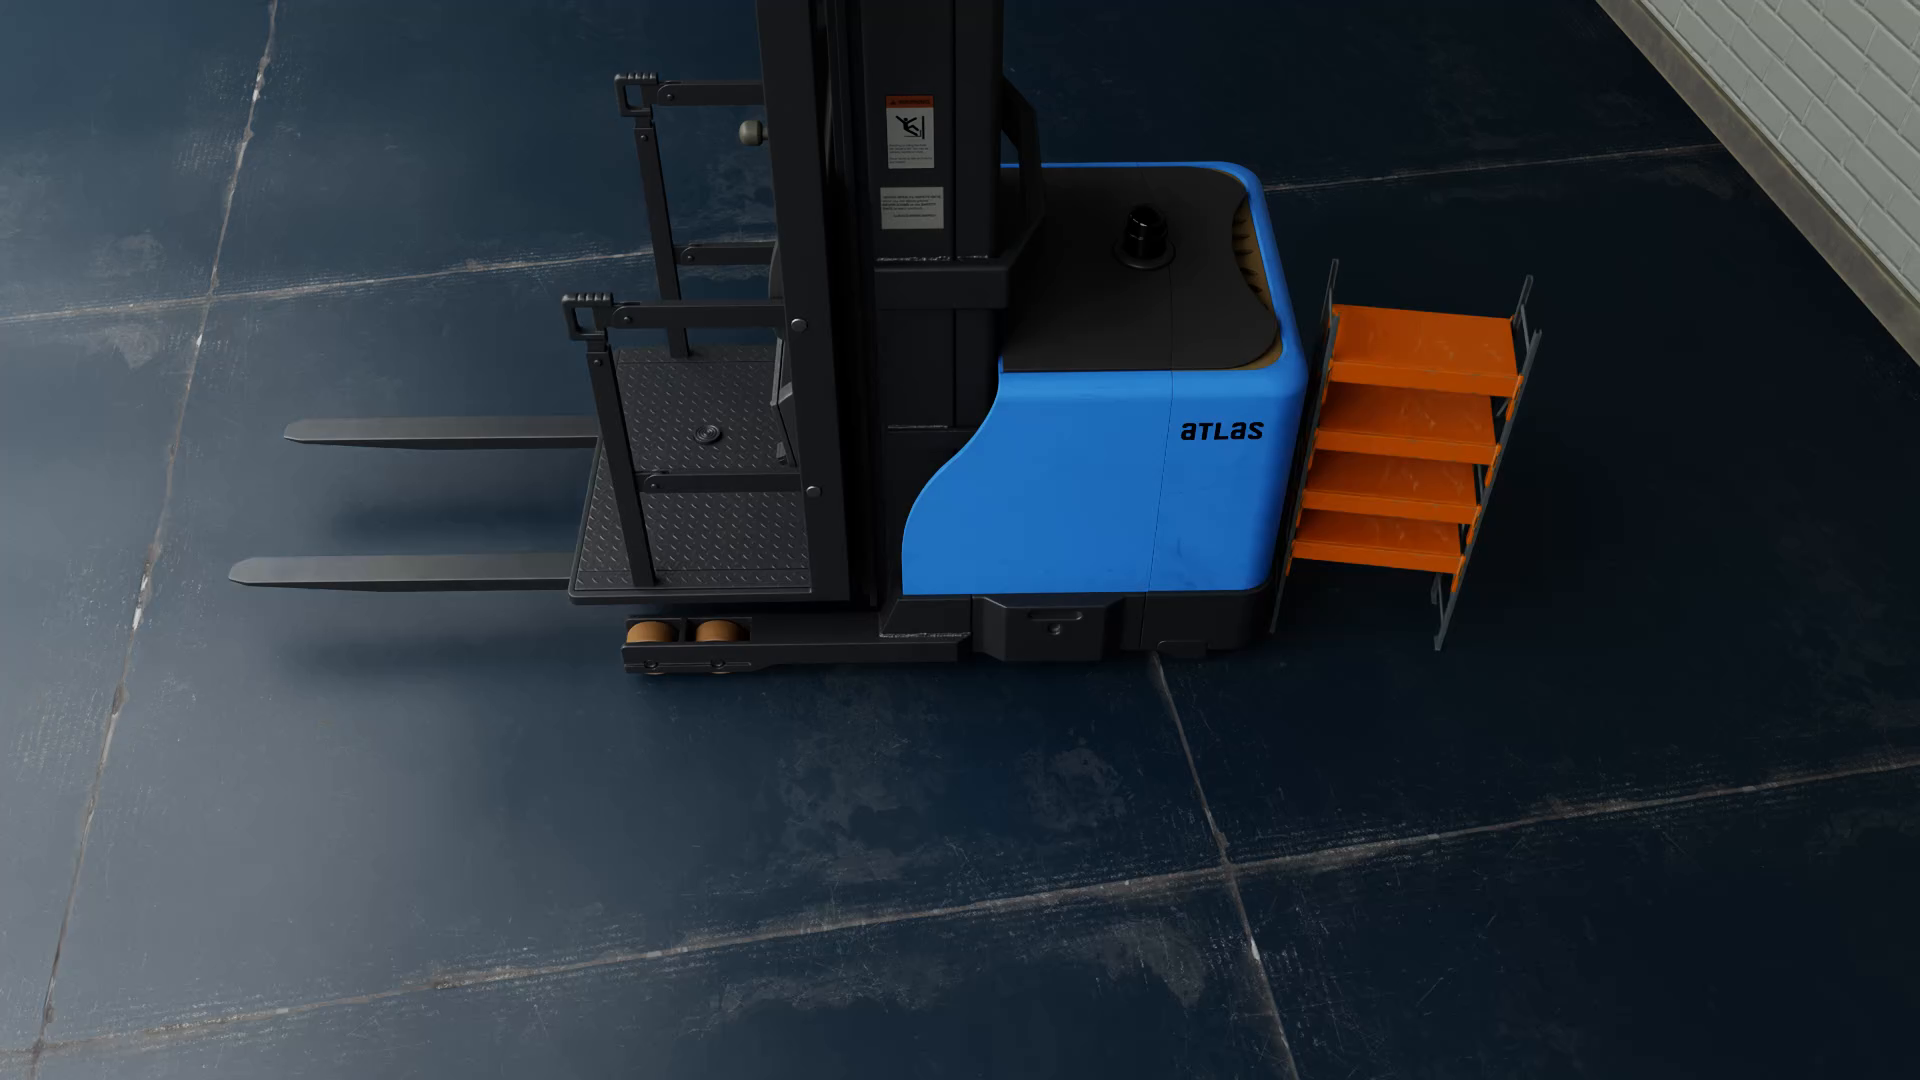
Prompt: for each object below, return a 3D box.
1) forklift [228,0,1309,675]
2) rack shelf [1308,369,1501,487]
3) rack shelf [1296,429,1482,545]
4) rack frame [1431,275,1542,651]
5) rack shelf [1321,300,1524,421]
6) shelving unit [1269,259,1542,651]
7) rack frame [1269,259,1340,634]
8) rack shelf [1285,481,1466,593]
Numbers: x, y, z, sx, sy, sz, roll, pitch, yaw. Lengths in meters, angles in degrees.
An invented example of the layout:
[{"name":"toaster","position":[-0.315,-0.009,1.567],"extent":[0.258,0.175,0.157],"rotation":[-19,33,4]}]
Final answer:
[{"name":"forklift","position":[-0.622,-1.009,4.187],"extent":[3.031,2.935,1.130],"rotation":[-1,46,-1]},{"name":"rack shelf","position":[1.192,-0.306,4.494],"extent":[0.480,0.148,0.258],"rotation":[6,46,6]},{"name":"rack shelf","position":[1.192,-0.151,4.655],"extent":[0.480,0.148,0.258],"rotation":[6,46,6]},{"name":"rack frame","position":[1.433,-0.173,4.583],"extent":[0.015,1.200,0.240],"rotation":[6,46,6]},{"name":"rack shelf","position":[1.192,-0.470,4.324],"extent":[0.480,0.148,0.258],"rotation":[6,46,6]},{"name":"shelving unit","position":[1.192,-0.197,4.607],"extent":[0.503,1.200,0.258],"rotation":[6,46,6]},{"name":"rack frame","position":[0.950,-0.222,4.631],"extent":[0.015,1.200,0.240],"rotation":[6,46,6]},{"name":"rack shelf","position":[1.192,-0.013,4.798],"extent":[0.480,0.148,0.258],"rotation":[6,46,6]}]
